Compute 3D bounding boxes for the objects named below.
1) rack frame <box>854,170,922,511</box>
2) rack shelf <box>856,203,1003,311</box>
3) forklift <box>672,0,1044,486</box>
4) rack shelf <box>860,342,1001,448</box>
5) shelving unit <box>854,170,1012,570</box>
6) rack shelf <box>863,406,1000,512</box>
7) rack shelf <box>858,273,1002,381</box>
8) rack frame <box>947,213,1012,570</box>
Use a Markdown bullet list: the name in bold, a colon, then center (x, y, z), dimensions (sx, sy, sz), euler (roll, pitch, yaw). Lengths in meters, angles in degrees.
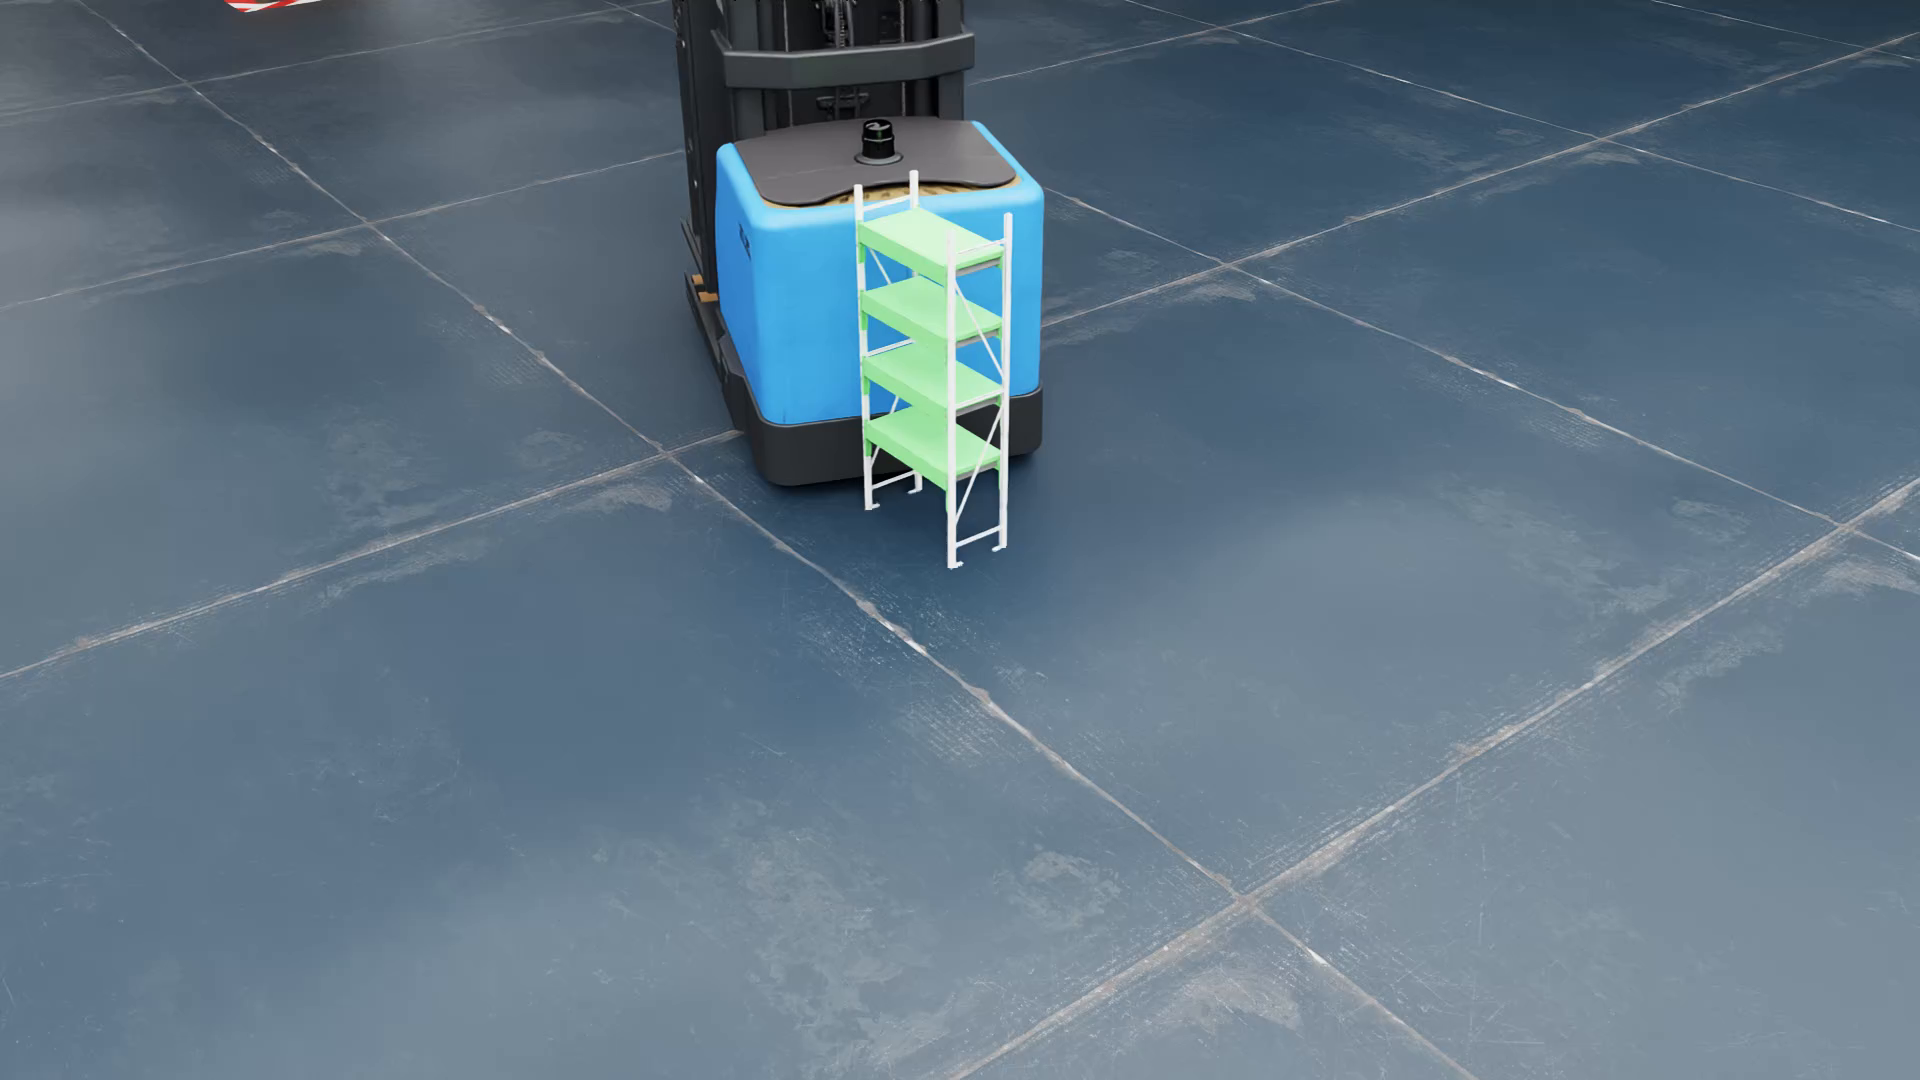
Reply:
- **rack frame**: center (-0.237, -0.654, 5.666), dimensions (0.240, 1.200, 0.015), euler (-22, 38, -31)
- **rack shelf**: center (-0.089, -0.905, 5.282), dimensions (0.258, 0.148, 0.480), euler (-22, 38, -31)
- **forklift**: center (-0.588, -2.206, 6.524), dimensions (1.130, 2.935, 3.031), euler (-9, 33, -13)
- **rack shelf**: center (-0.089, -0.498, 5.535), dimensions (0.258, 0.148, 0.480), euler (-22, 38, -31)
- **shelving unit**: center (-0.089, -0.552, 5.502), dimensions (0.258, 1.200, 0.503), euler (-22, 38, -31)
- **rack shelf**: center (-0.089, -0.294, 5.662), dimensions (0.258, 0.148, 0.480), euler (-22, 38, -31)
- **rack shelf**: center (-0.089, -0.702, 5.409), dimensions (0.258, 0.148, 0.480), euler (-22, 38, -31)
- **rack frame**: center (0.060, -0.450, 5.337), dimensions (0.240, 1.200, 0.015), euler (-22, 38, -31)
